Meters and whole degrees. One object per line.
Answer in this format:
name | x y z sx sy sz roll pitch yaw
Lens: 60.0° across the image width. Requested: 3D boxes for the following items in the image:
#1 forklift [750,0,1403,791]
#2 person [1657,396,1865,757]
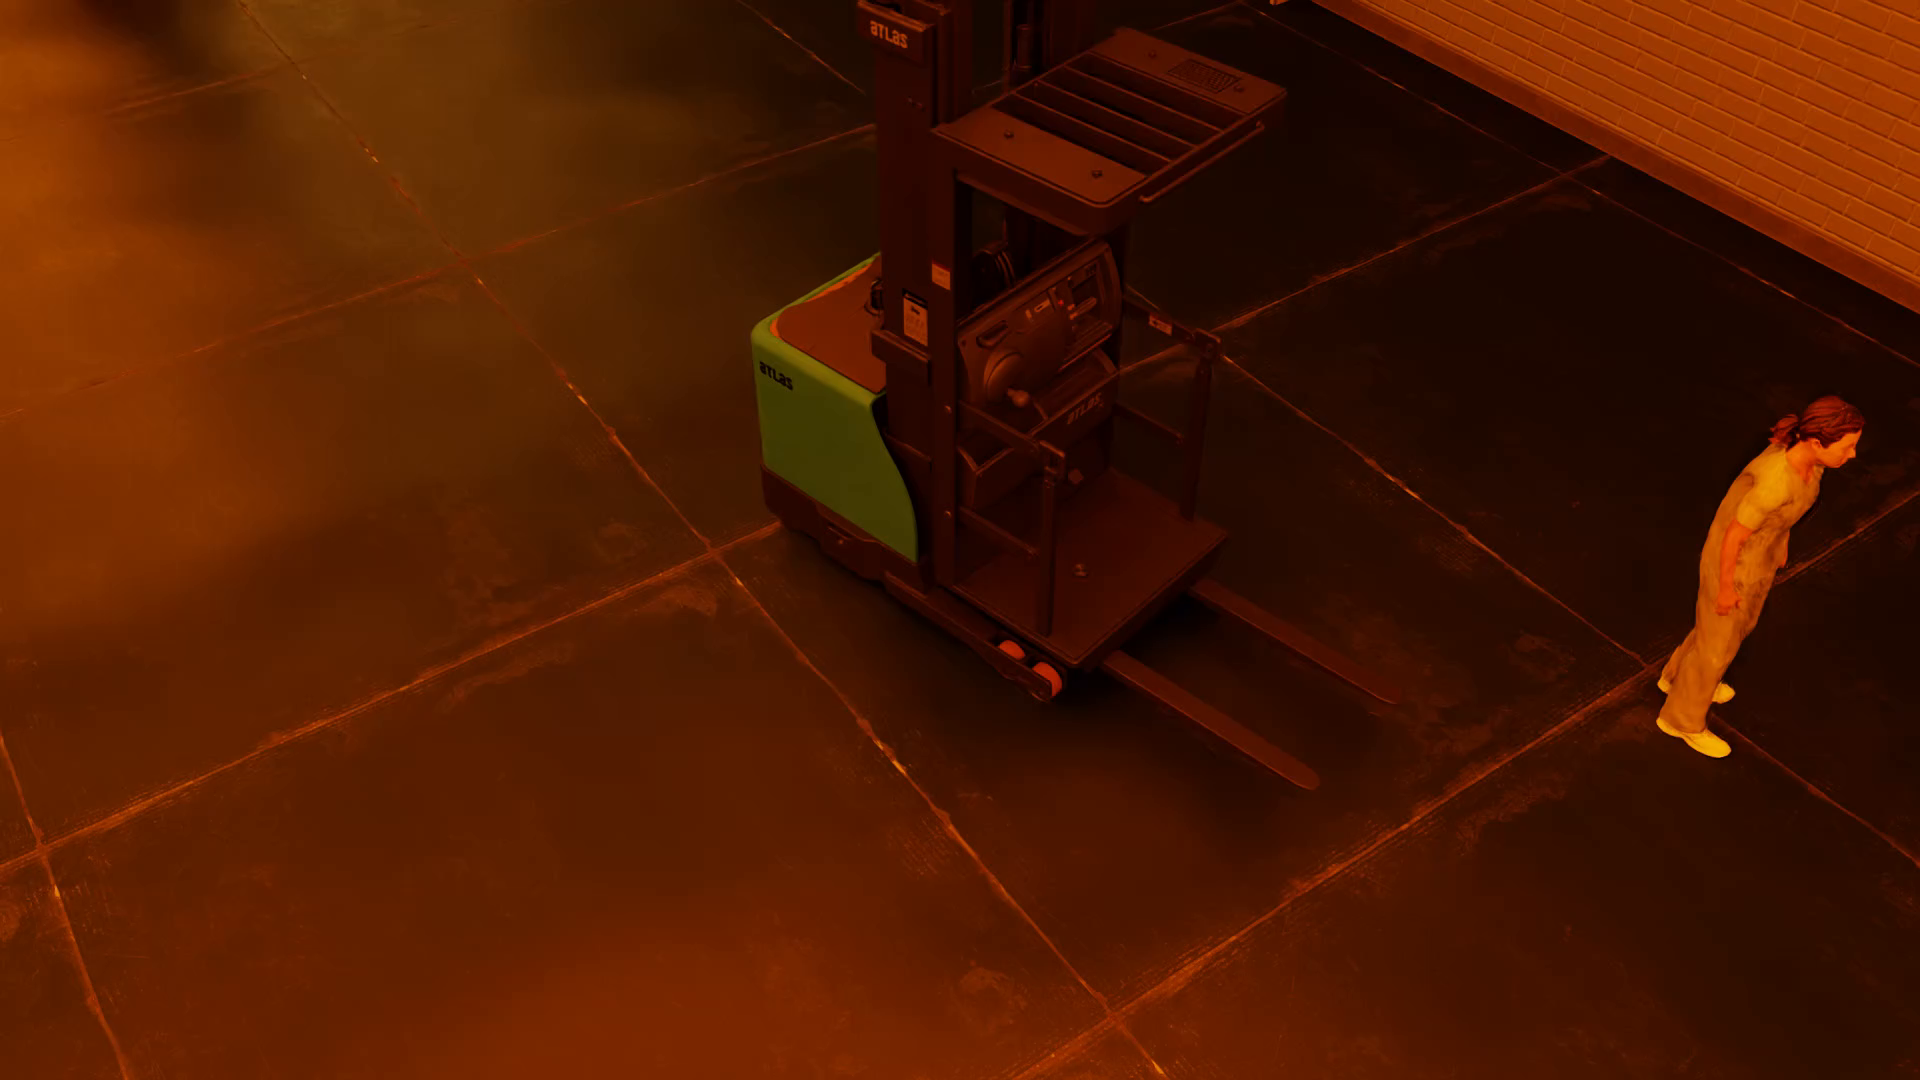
forklift | 0.485 -0.793 6.576 3.031 2.935 1.130 32 51 30
person | 3.132 0.125 6.511 0.495 1.670 0.438 -31 51 -29
